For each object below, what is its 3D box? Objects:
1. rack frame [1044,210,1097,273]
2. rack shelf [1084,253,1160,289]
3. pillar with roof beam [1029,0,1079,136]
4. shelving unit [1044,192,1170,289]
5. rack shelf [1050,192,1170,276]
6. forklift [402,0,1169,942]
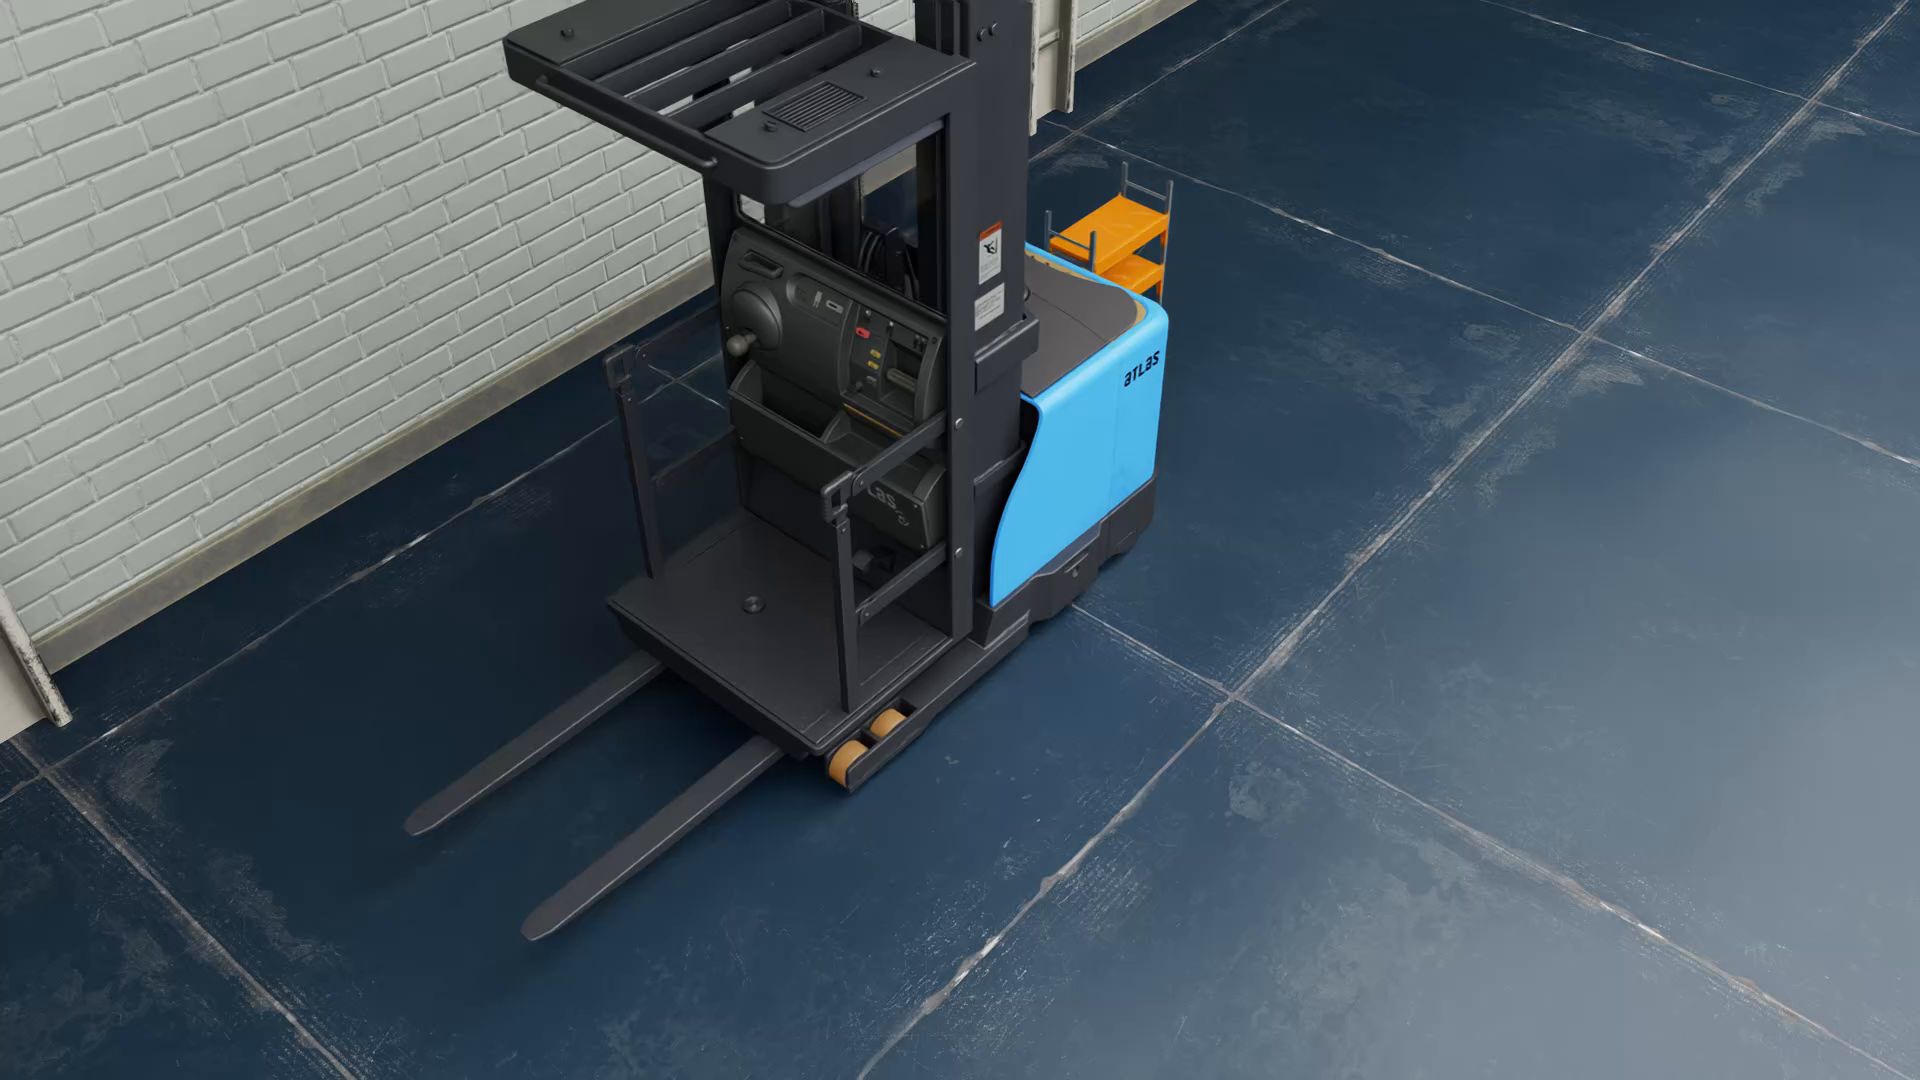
[{"bbox_3d":[0.420,-0.761,6.695,0.240,1.200,0.015,30,50,29],"label":"rack frame"},{"bbox_3d":[0.580,-1.040,6.690,0.221,0.021,0.457,30,50,29],"label":"rack shelf"},{"bbox_3d":[3.695,-3.871,4.318,9.100,9.000,0.400,29,50,28],"label":"pillar with roof beam"},{"bbox_3d":[0.576,-0.881,6.828,0.258,1.200,0.492,30,50,29],"label":"shelving unit"},{"bbox_3d":[0.580,-1.175,6.566,0.258,0.148,0.480,30,50,29],"label":"rack shelf"},{"bbox_3d":[-0.565,-0.608,5.240,1.130,2.935,3.031,30,50,29],"label":"forklift"}]
